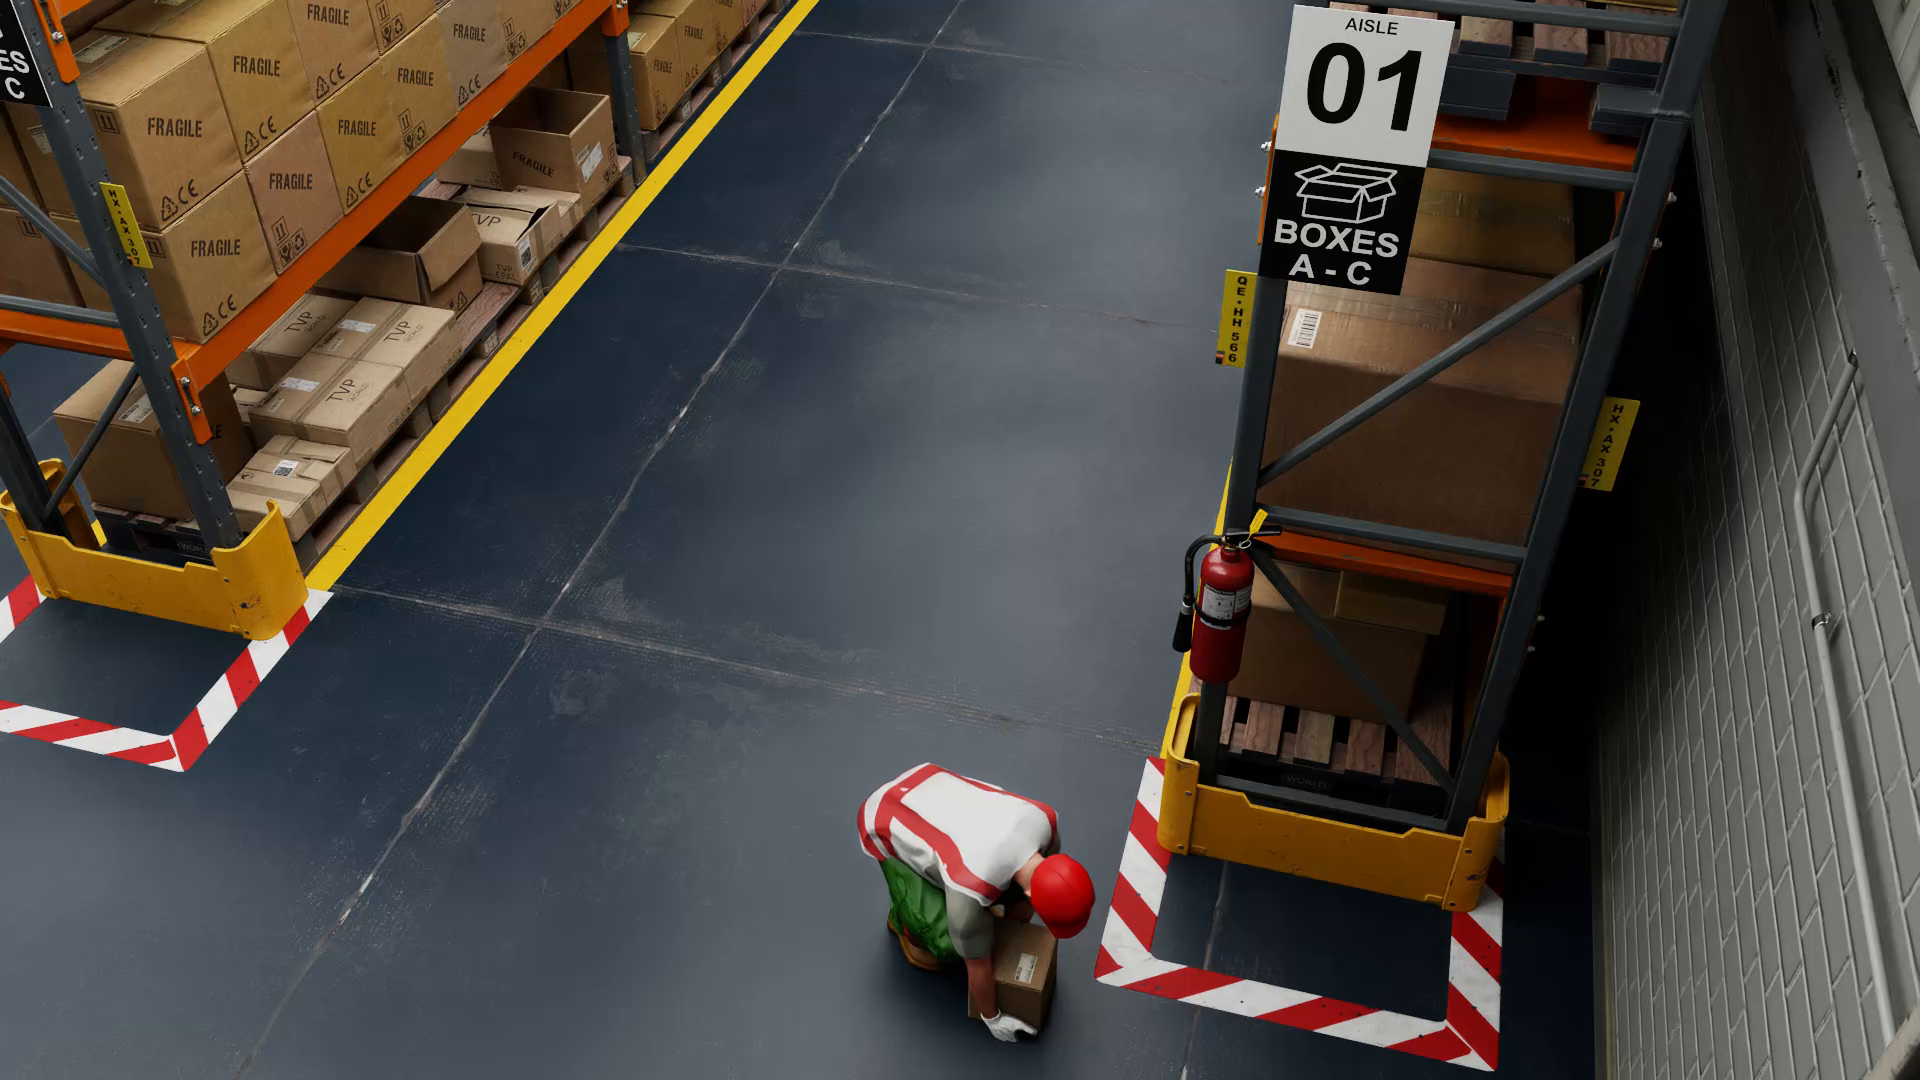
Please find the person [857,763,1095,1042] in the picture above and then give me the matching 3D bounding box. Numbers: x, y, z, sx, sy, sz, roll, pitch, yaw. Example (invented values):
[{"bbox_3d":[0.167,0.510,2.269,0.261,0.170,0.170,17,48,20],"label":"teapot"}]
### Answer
[{"bbox_3d":[0.056,1.184,5.594,0.540,0.862,0.929,-27,48,-28],"label":"person"}]
